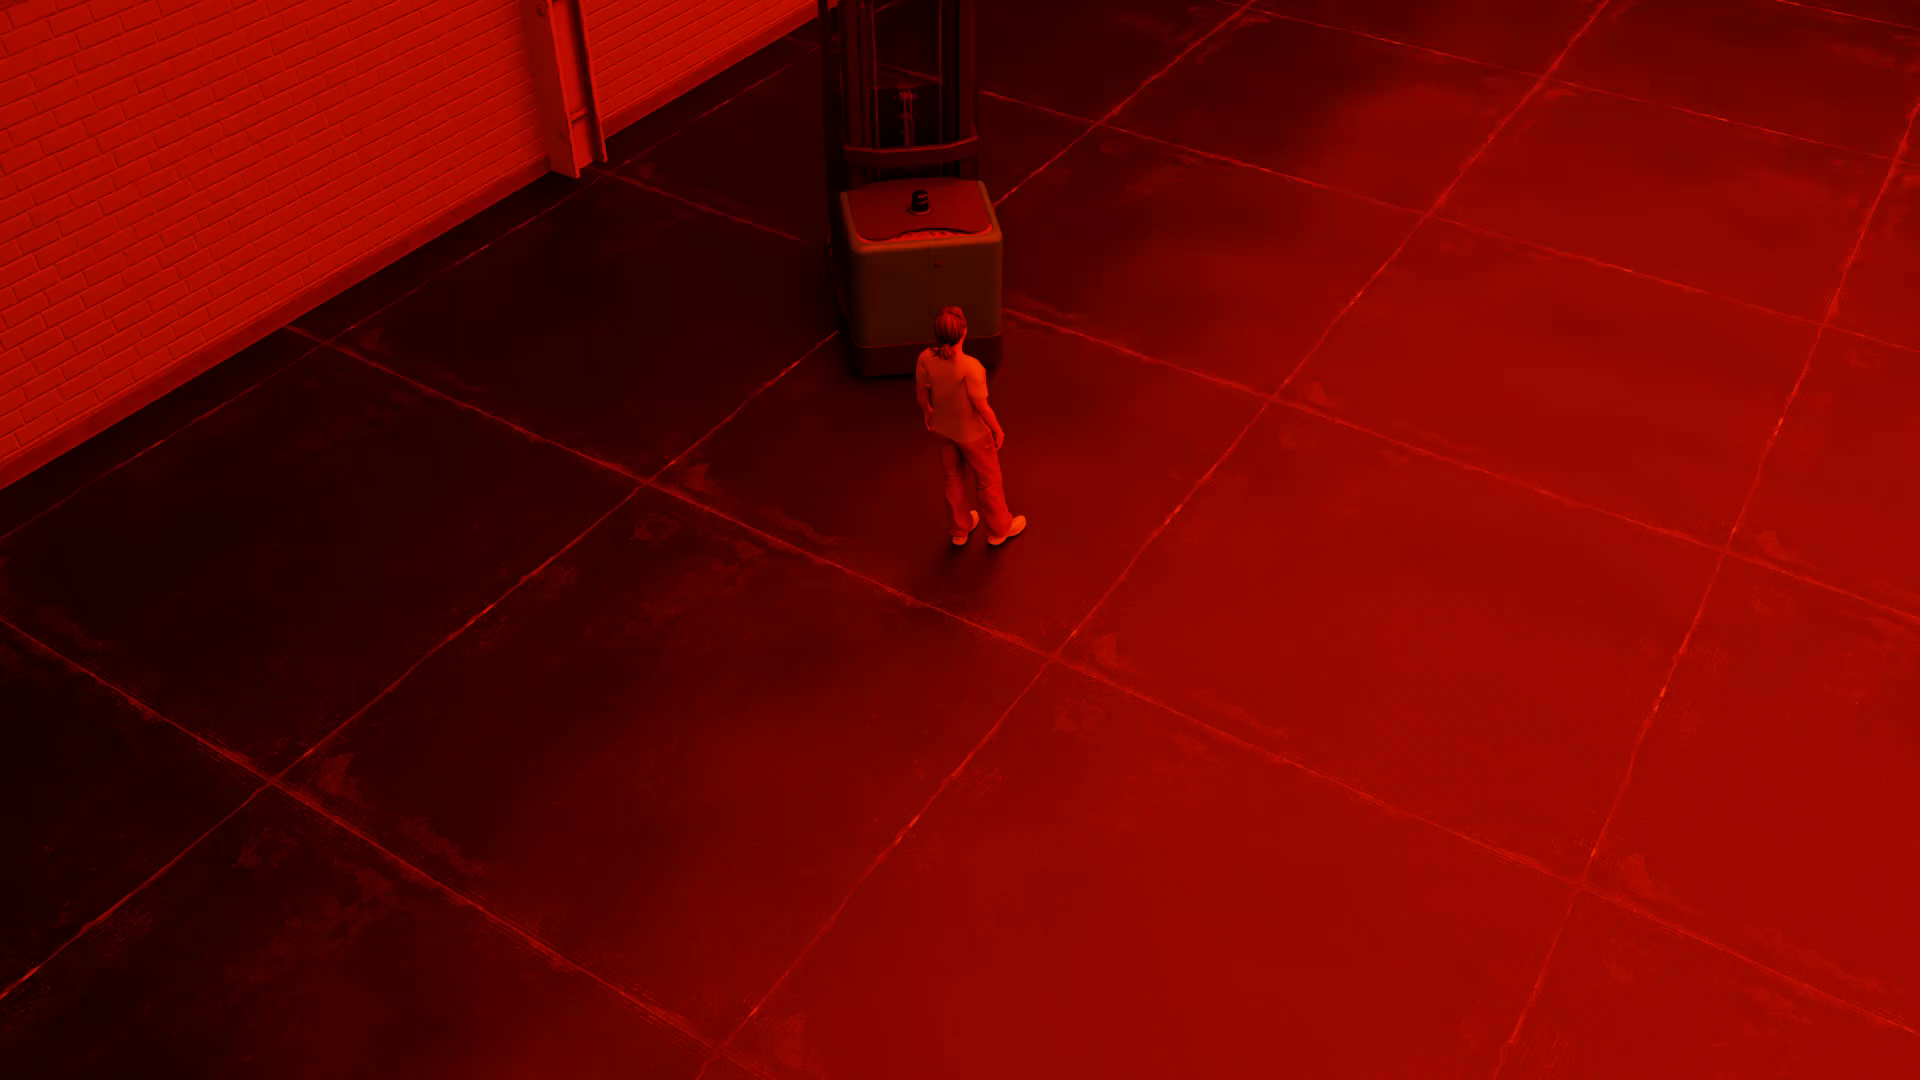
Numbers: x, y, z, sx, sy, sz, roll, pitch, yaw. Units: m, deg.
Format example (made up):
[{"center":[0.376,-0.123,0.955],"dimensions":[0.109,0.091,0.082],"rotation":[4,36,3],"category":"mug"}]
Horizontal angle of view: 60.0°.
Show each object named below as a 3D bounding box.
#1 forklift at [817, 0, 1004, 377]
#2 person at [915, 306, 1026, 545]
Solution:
[{"center":[-0.446,-3.198,11.741],"dimensions":[1.130,2.935,3.031],"rotation":[-6,41,-7],"category":"forklift"},{"center":[0.049,-0.681,9.730],"dimensions":[0.554,1.676,0.549],"rotation":[22,45,24],"category":"person"}]
